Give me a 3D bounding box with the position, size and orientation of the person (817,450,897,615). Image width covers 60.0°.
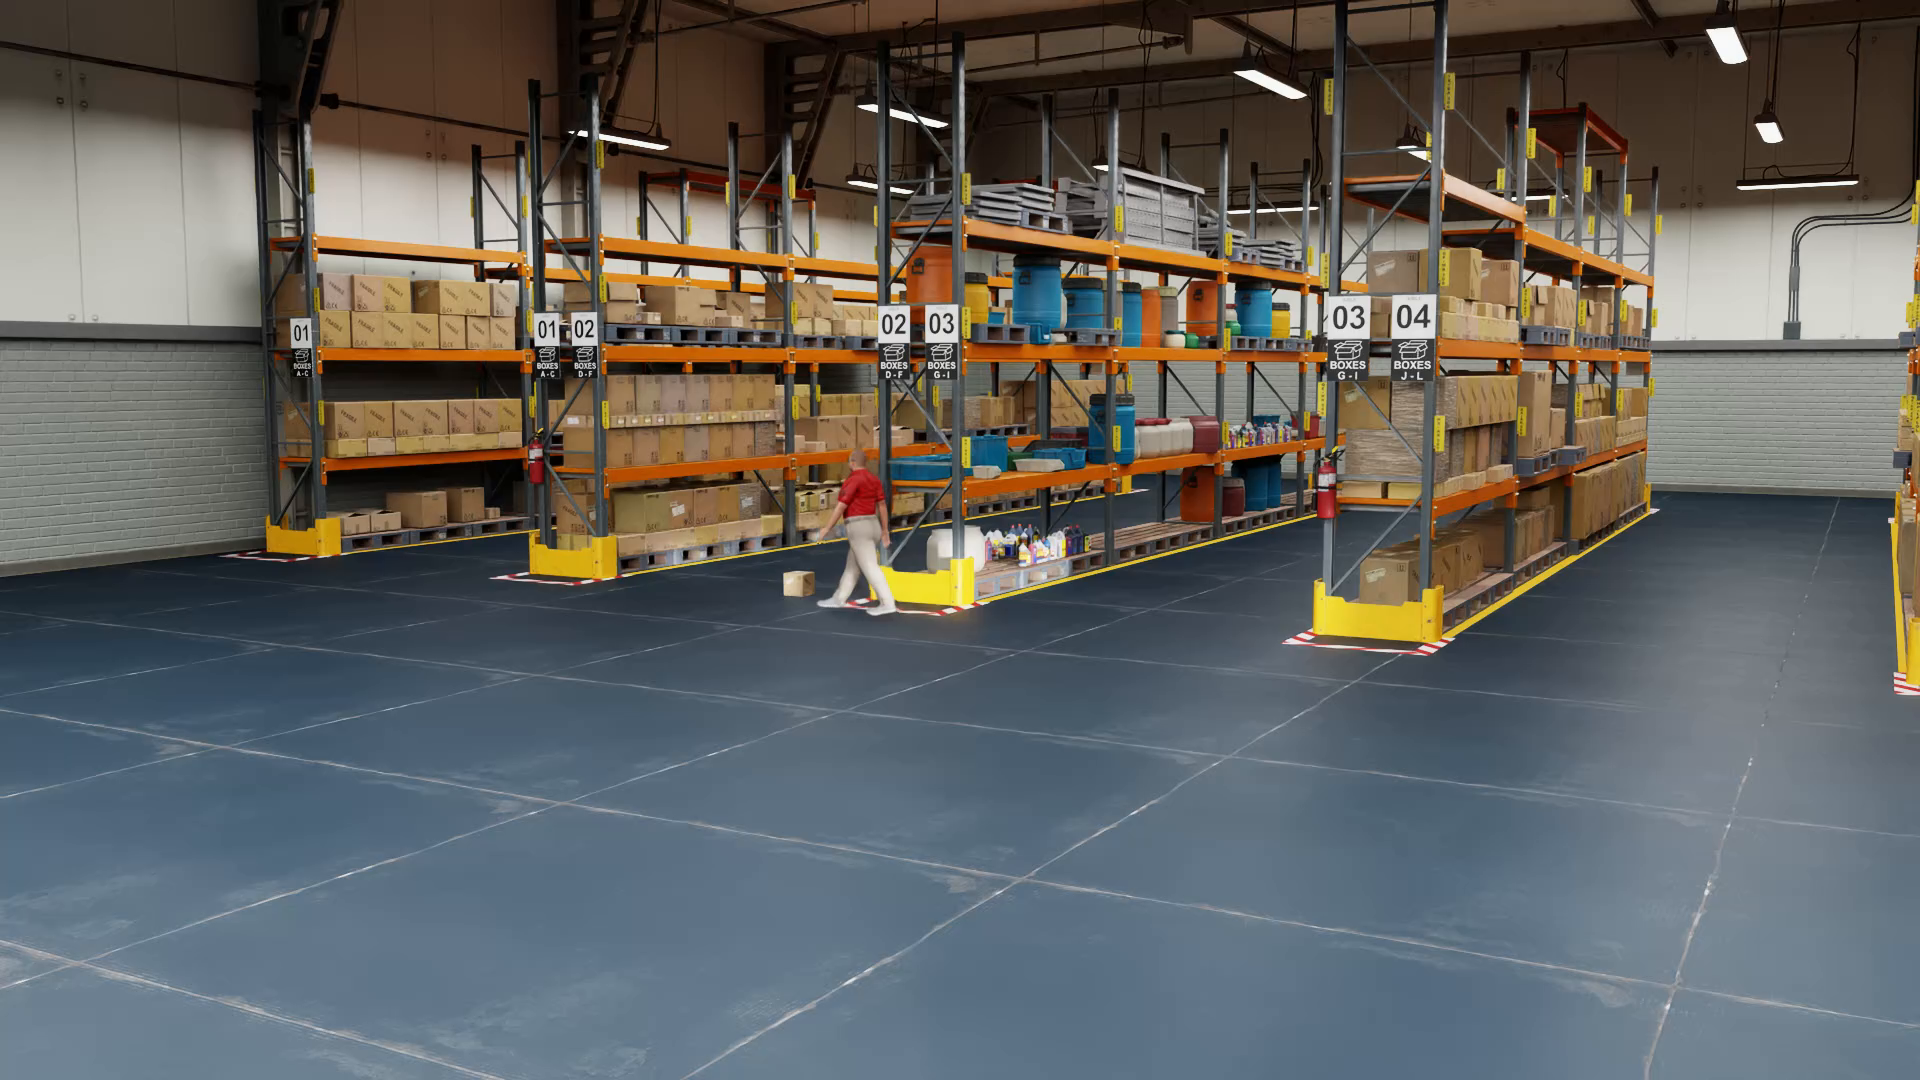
[{"bbox_3d":[-1.072,-0.095,17.019,1.053,1.660,0.587,3,7,30],"label":"person"}]
